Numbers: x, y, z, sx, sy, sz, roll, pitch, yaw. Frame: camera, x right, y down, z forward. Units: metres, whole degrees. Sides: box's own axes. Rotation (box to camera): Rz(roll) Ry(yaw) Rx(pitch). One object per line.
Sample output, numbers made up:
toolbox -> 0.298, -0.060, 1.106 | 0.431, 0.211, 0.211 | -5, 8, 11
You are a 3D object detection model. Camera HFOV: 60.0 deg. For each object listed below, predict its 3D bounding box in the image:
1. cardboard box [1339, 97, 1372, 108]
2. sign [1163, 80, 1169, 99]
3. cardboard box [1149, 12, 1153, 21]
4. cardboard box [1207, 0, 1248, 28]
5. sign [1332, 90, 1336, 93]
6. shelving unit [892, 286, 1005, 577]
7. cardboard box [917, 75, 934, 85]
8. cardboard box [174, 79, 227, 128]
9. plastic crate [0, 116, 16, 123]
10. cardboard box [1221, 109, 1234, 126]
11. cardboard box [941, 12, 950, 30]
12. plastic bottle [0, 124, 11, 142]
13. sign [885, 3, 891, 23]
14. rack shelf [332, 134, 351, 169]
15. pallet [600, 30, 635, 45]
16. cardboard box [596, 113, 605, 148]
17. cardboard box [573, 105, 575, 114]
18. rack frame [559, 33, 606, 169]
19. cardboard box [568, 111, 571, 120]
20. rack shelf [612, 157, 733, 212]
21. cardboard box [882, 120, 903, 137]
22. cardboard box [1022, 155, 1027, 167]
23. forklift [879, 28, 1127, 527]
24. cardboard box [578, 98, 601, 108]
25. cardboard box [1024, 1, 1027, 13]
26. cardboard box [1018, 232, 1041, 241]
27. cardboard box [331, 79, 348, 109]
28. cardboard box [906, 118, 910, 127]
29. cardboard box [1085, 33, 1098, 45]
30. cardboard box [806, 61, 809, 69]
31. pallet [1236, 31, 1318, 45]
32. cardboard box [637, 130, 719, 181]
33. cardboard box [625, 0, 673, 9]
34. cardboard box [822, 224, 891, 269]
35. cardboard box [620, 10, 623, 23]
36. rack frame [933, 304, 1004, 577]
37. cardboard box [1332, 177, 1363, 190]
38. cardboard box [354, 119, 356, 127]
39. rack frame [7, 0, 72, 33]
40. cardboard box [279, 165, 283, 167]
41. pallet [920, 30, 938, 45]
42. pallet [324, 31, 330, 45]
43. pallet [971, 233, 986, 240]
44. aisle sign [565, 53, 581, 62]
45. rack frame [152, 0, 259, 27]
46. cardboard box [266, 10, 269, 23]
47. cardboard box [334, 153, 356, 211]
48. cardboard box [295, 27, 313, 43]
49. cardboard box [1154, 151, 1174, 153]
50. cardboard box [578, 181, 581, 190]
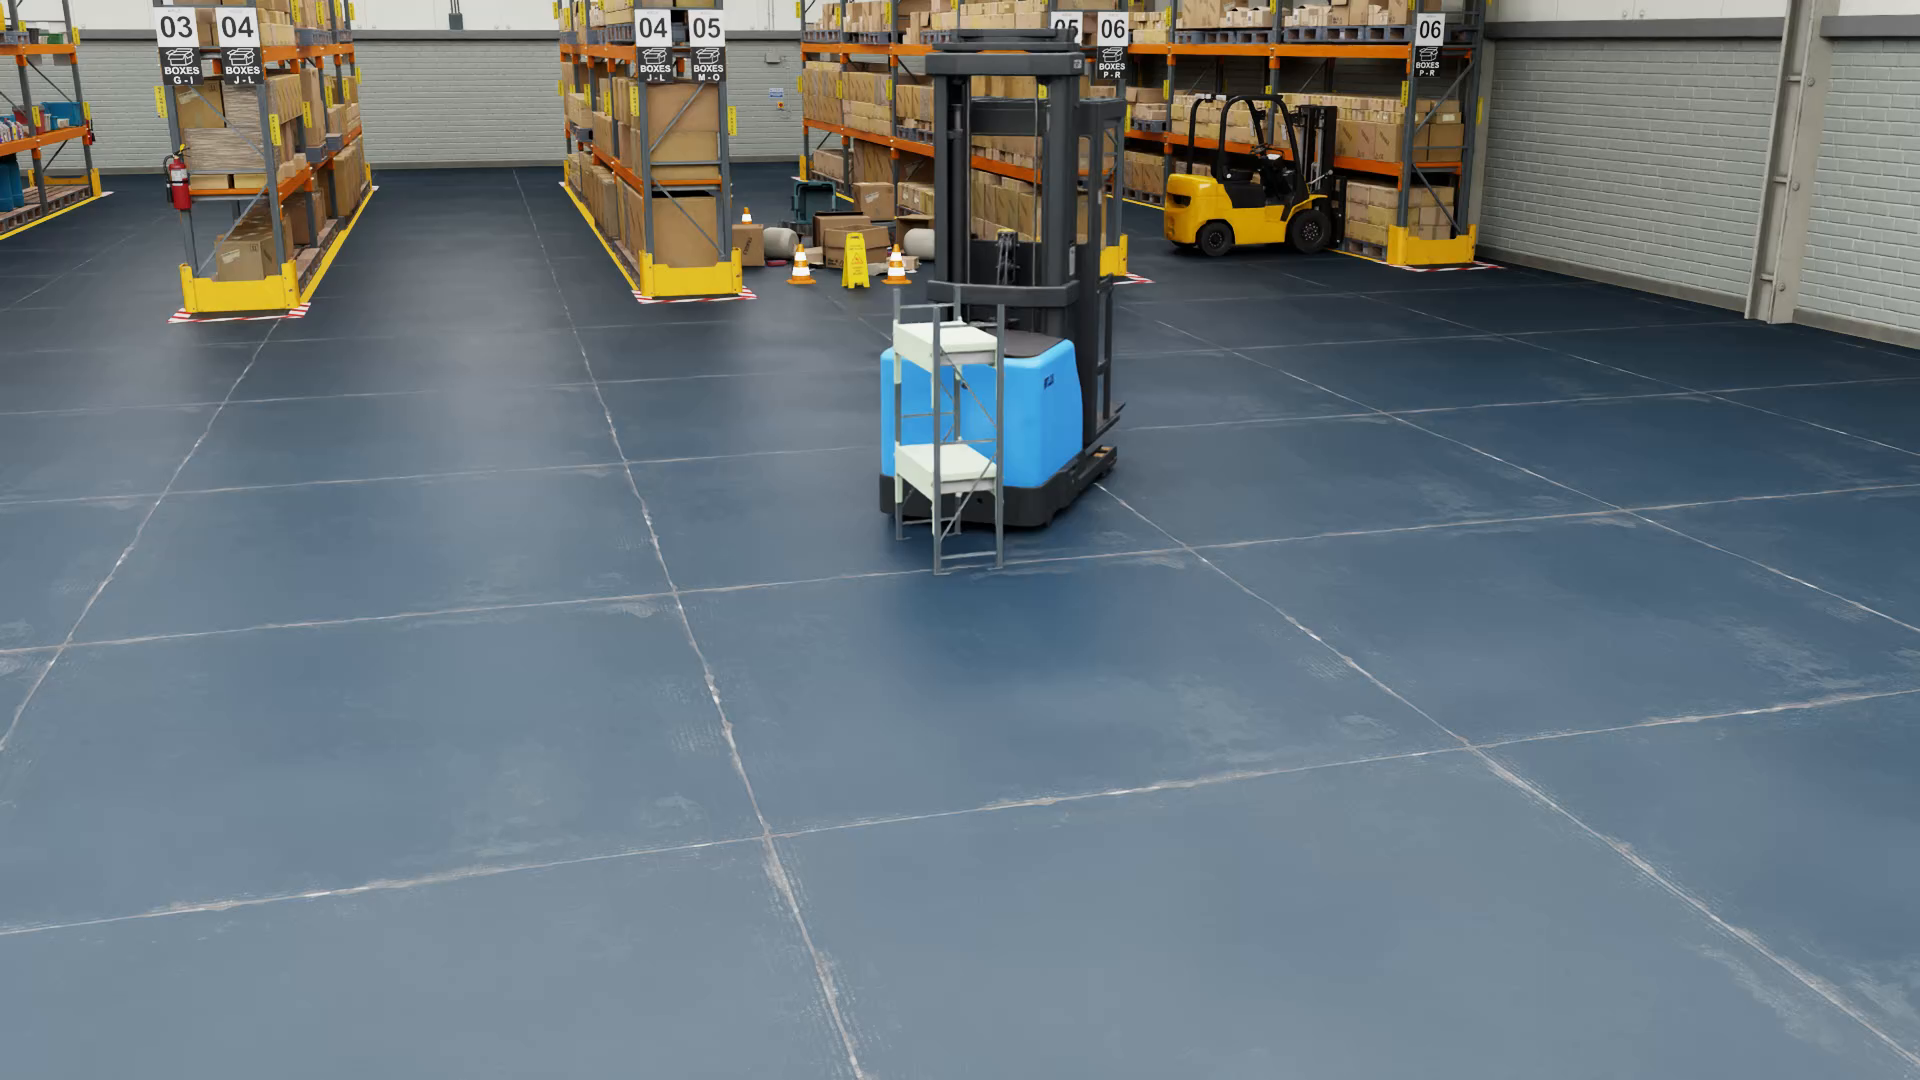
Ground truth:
cardboard box -> 5.594, -6.189, 23.524 | 0.380, 0.149, 0.250 | -4, 17, -14
sign -> 3.605, -7.866, 29.049 | 0.100, 0.325, 0.005 | -5, 17, -15
cardboard box -> 3.623, -9.389, 29.831 | 0.380, 0.149, 0.250 | -5, 17, -16
cardboard box -> 4.368, -8.627, 27.166 | 0.500, 0.500, 0.500 | -4, 17, -14
sign -> 5.756, -6.785, 25.684 | 0.100, 0.325, 0.005 | -5, 17, -15
shelving unit -> -0.071, -0.634, 9.455 | 0.431, 1.500, 0.755 | -6, 18, -18
cardboard box -> -0.548, -7.684, 28.406 | 0.500, 0.500, 0.500 | -5, 18, -17
cardboard box -> -8.366, -4.807, 18.311 | 0.500, 0.500, 0.500 | -5, 17, -15
plastic crate -> -16.941, -7.446, 29.713 | 0.416, 0.233, 0.300 | -5, 17, -15
cardboard box -> 4.559, -6.855, 26.951 | 0.500, 0.250, 0.500 | -4, 17, -14
cardboard box -> 0.018, -7.751, 24.859 | 0.500, 0.250, 0.500 | -4, 17, -15
plastic bottle -> -15.379, -6.549, 26.756 | 0.152, 0.276, 0.135 | -5, 17, -15
sign -> -1.183, -8.682, 27.390 | 0.100, 0.325, 0.005 | -5, 17, -15
rack shelf -> -10.726, -6.426, 27.383 | 1.077, 0.370, 4.000 | -5, 17, -15
pallet -> -4.579, -7.070, 23.394 | 0.805, 0.209, 1.217 | -5, 18, -17
cardboard box -> -5.235, -6.204, 25.219 | 0.500, 0.500, 0.500 | -5, 17, -15
cardboard box -> -6.381, -7.334, 28.343 | 0.380, 0.149, 0.250 | -5, 17, -16
rack frame -> -7.578, -8.795, 34.017 | 1.000, 3.000, 0.127 | -5, 17, -15
cardboard box -> -6.812, -7.624, 29.825 | 0.380, 0.149, 0.250 | -6, 18, -18
rack shelf -> -3.730, -4.578, 21.228 | 1.077, 0.370, 4.000 | -5, 17, -15
cardboard box -> -1.036, -7.049, 28.465 | 0.500, 0.250, 0.500 | -5, 18, -17
cardboard box -> 1.016, -4.888, 21.449 | 0.380, 0.149, 0.250 | -5, 17, -16
forklift -> 0.457, -1.867, 11.072 | 1.130, 2.935, 3.031 | 6, 18, 18
cardboard box -> -6.022, -7.117, 27.102 | 0.380, 0.149, 0.250 | -5, 17, -16
cardboard box -> 1.032, -6.775, 21.127 | 0.380, 0.149, 0.250 | -5, 17, -15
cardboard box -> 1.064, -3.882, 21.710 | 0.500, 0.250, 0.500 | -5, 17, -16
cardboard box -> -11.161, -7.907, 29.500 | 0.500, 0.500, 0.500 | -5, 17, -15
cardboard box -> -0.661, -6.817, 27.140 | 0.380, 0.149, 0.250 | -6, 18, -19
cardboard box -> 1.772, -6.222, 20.674 | 0.380, 0.149, 0.250 | -5, 17, -15
cardboard box -> -3.015, -9.931, 34.761 | 0.380, 0.149, 0.250 | -4, 17, -14
pallet -> 4.968, -7.876, 26.077 | 0.805, 0.209, 1.217 | -5, 18, -17
cardboard box -> -3.326, -4.540, 19.591 | 0.875, 0.550, 0.550 | -5, 17, -15
cardboard box -> -3.584, -6.239, 19.133 | 0.500, 0.250, 0.500 | -4, 17, -15
cardboard box -> -1.366, -3.878, 21.989 | 0.637, 0.503, 0.797 | 11, 20, 32
cardboard box -> -3.878, -6.281, 19.967 | 0.380, 0.149, 0.250 | -5, 17, -16
rack frame -> 0.047, -0.534, 9.123 | 0.400, 1.500, 0.023 | -6, 18, -18
cardboard box -> 5.470, -5.068, 23.921 | 0.500, 0.250, 0.500 | -5, 17, -16
cardboard box -> -11.540, -7.815, 31.191 | 0.380, 0.149, 0.250 | -4, 17, -14
rack frame -> -17.137, -10.912, 30.638 | 1.000, 3.000, 0.127 | -5, 17, -15
cardboard box -> -8.176, -4.327, 19.581 | 0.380, 0.149, 0.250 | -5, 17, -15
pallet -> 0.096, -7.707, 25.509 | 1.213, 0.211, 1.003 | -5, 17, -15
pallet -> -10.404, -7.738, 25.612 | 1.213, 0.211, 1.003 | -4, 17, -13
pallet -> 0.670, -4.376, 24.154 | 1.003, 0.211, 1.213 | -5, 17, -15
aisle sign -> -7.886, -10.036, 33.631 | 0.394, 0.787, 0.004 | -5, 17, -15
rack frame -> -7.977, -6.878, 17.208 | 1.000, 3.000, 0.127 | -5, 17, -15
cardboard box -> -8.066, -5.943, 18.876 | 0.380, 0.149, 0.250 | -5, 17, -15
cardboard box -> -10.583, -5.841, 27.146 | 1.225, 0.875, 0.875 | -5, 17, -15
cardboard box -> -9.525, -7.195, 23.738 | 0.500, 0.250, 0.500 | -4, 17, -14
cardboard box -> 3.874, -7.232, 31.300 | 0.380, 0.149, 0.250 | -5, 17, -15
cardboard box -> -6.914, -6.606, 30.954 | 0.380, 0.149, 0.250 | -4, 17, -15
